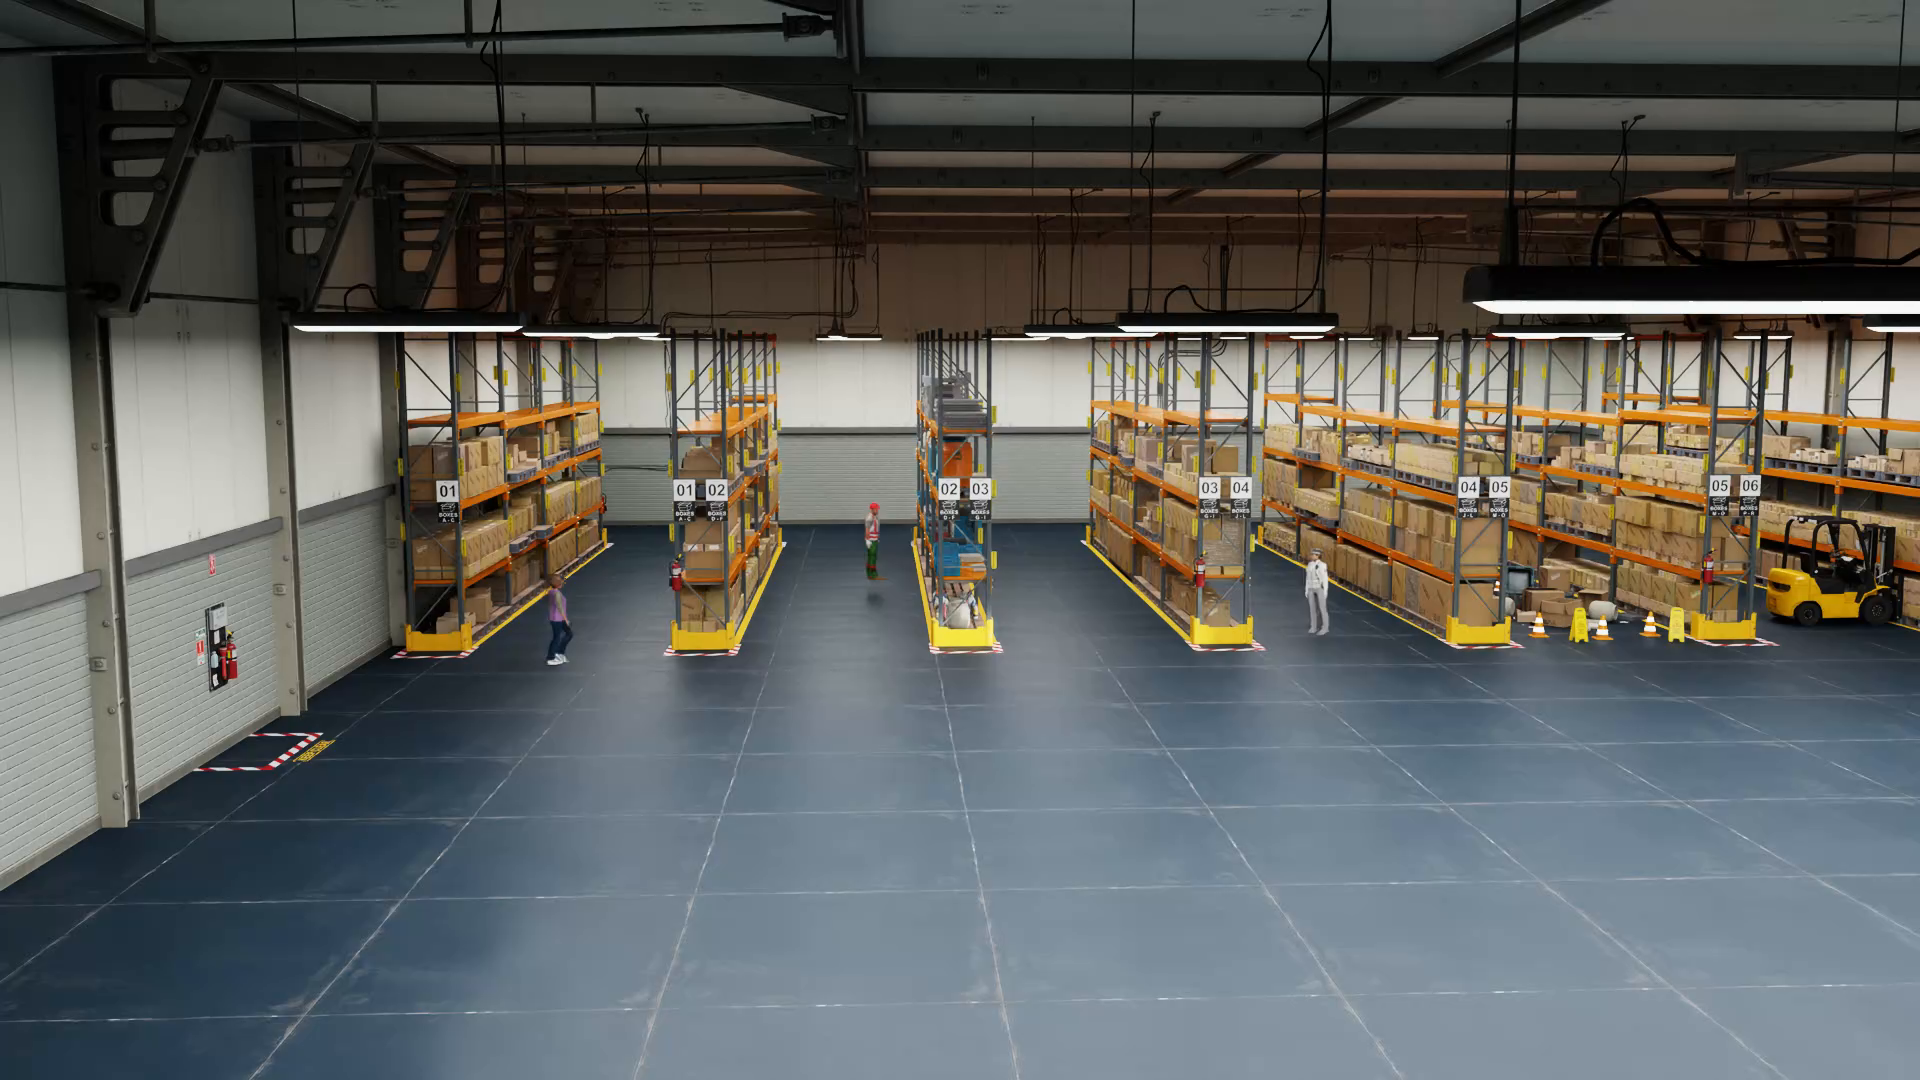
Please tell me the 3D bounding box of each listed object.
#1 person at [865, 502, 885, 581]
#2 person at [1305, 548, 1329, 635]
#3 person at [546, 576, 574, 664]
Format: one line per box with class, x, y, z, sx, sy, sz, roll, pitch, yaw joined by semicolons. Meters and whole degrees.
person;-1.961;0.014;38.395;0.446;1.785;0.565;0;7;-1
person;7.075;1.001;33.021;0.563;1.692;0.405;6;9;43
person;-7.152;1.439;29.625;0.480;1.604;0.420;-1;7;-5
